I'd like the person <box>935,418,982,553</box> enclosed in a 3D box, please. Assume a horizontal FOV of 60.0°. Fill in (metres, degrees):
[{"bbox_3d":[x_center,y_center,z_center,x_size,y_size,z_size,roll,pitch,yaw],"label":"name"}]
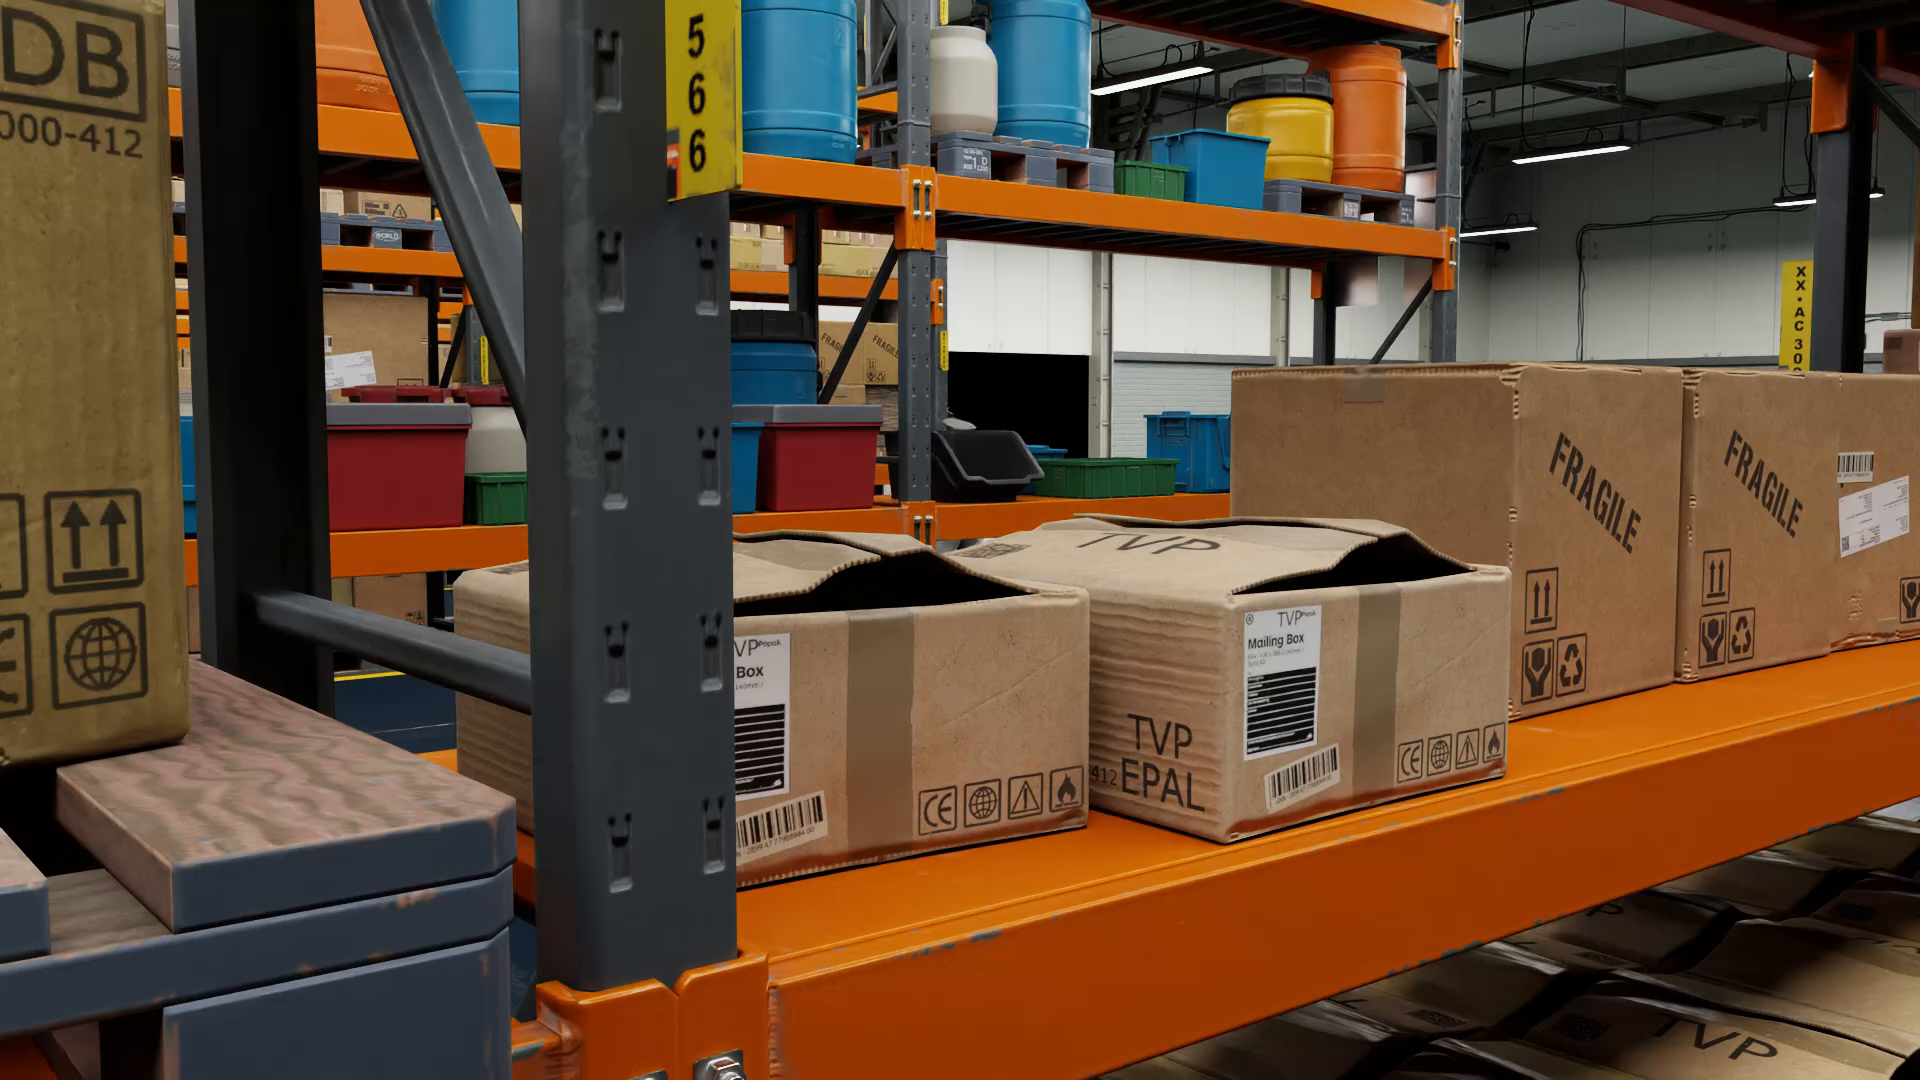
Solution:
[{"bbox_3d":[-0.034,-0.075,12.535,0.500,1.684,0.345,-4,6,-39],"label":"person"}]
